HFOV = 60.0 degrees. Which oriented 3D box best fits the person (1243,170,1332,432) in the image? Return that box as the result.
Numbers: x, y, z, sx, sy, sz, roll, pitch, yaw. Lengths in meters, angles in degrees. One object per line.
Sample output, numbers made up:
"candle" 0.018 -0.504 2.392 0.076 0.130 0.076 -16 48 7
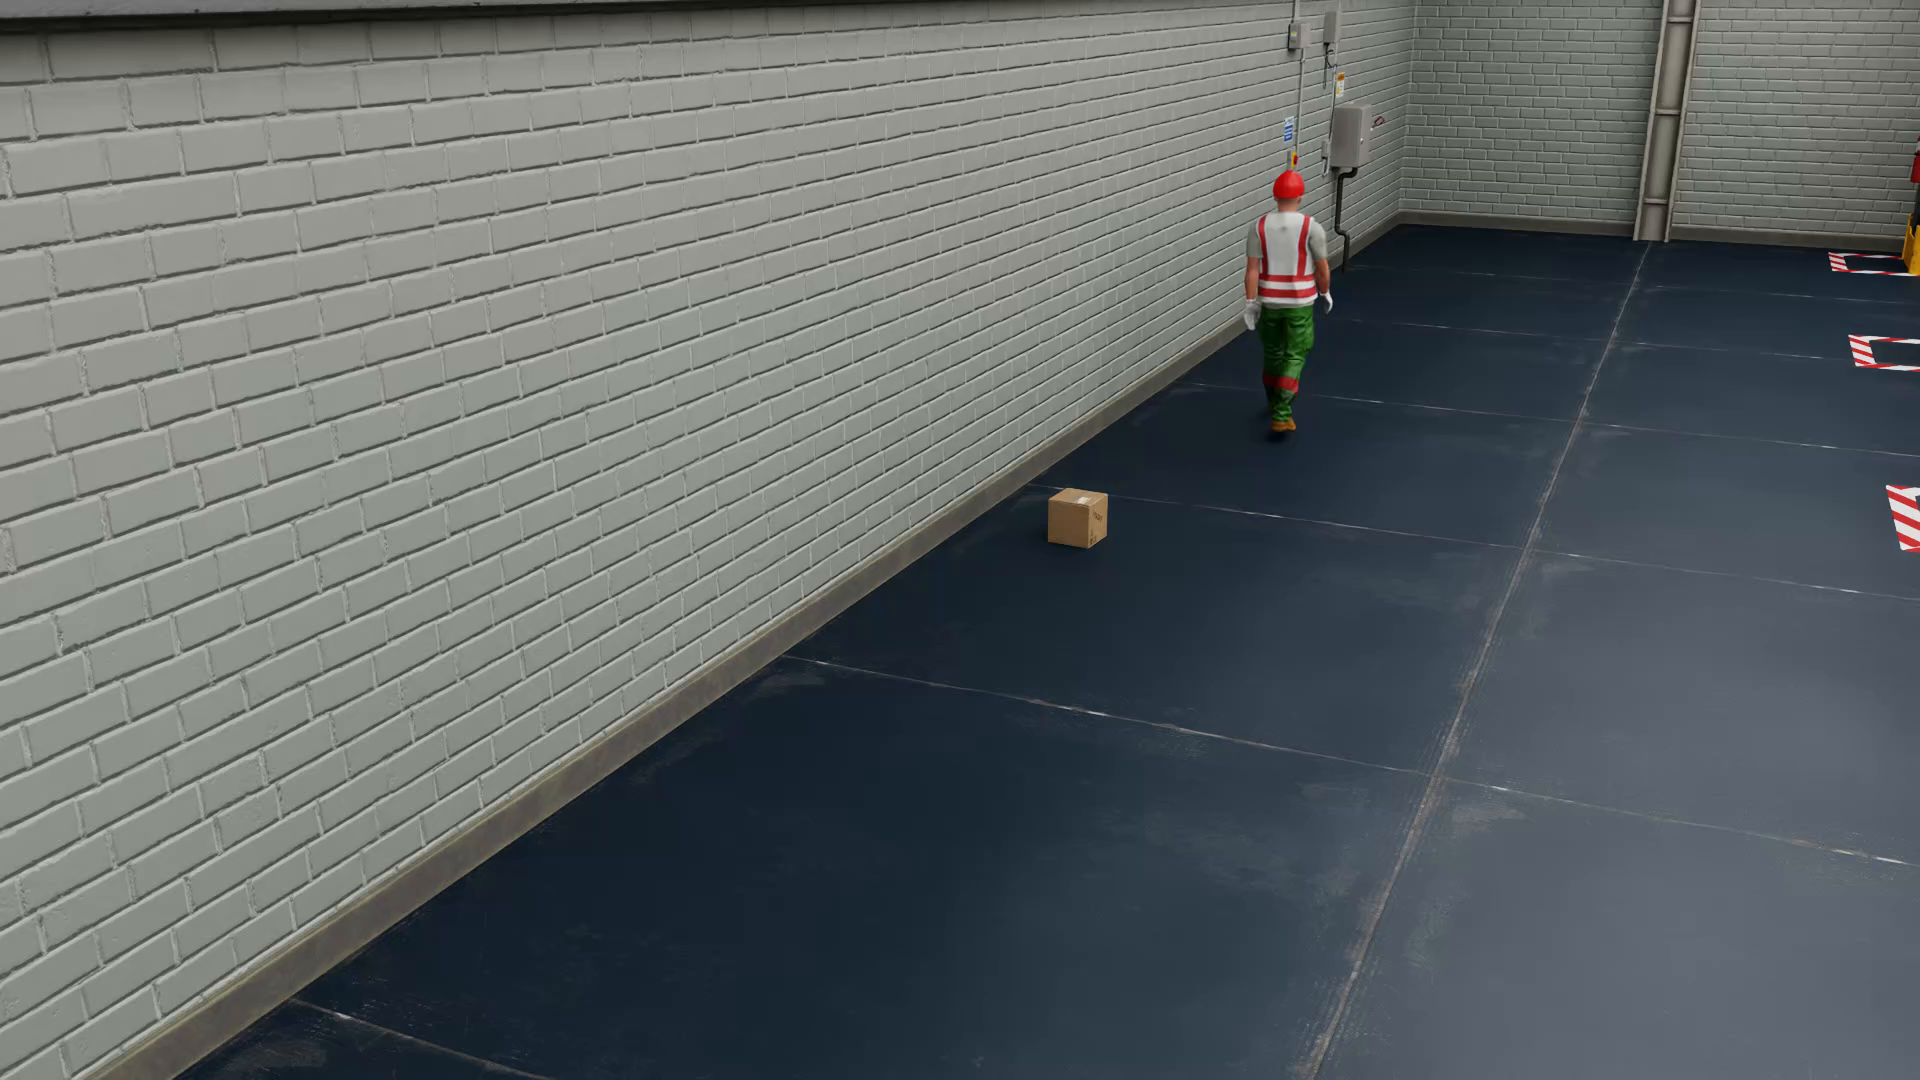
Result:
"person" 2.255 -1.642 11.354 0.544 1.757 0.919 9 21 25
